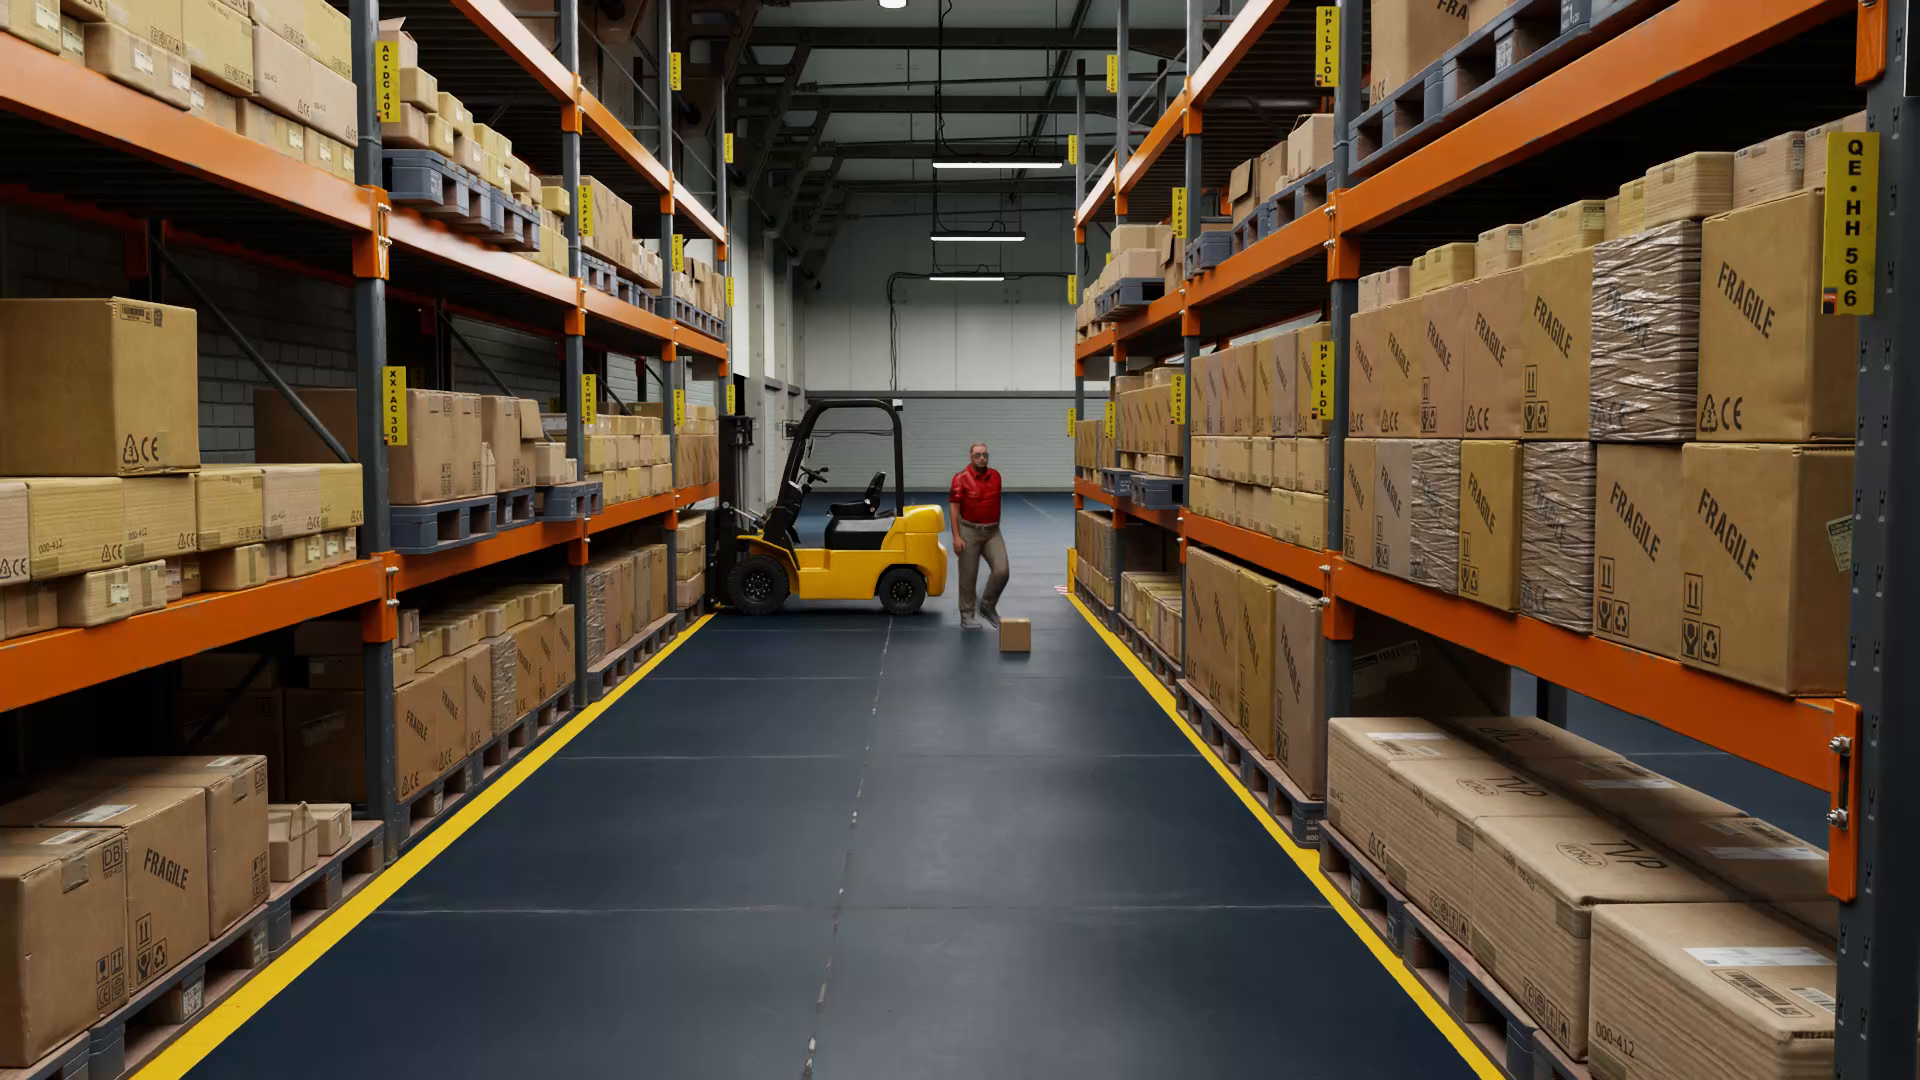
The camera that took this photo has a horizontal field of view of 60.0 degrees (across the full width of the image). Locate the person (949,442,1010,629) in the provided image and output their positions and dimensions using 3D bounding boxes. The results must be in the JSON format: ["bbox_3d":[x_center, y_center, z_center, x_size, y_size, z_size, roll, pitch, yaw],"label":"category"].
[{"bbox_3d":[0.157,-0.034,15.194,0.571,1.717,0.516,-2,4,-25],"label":"person"}]
